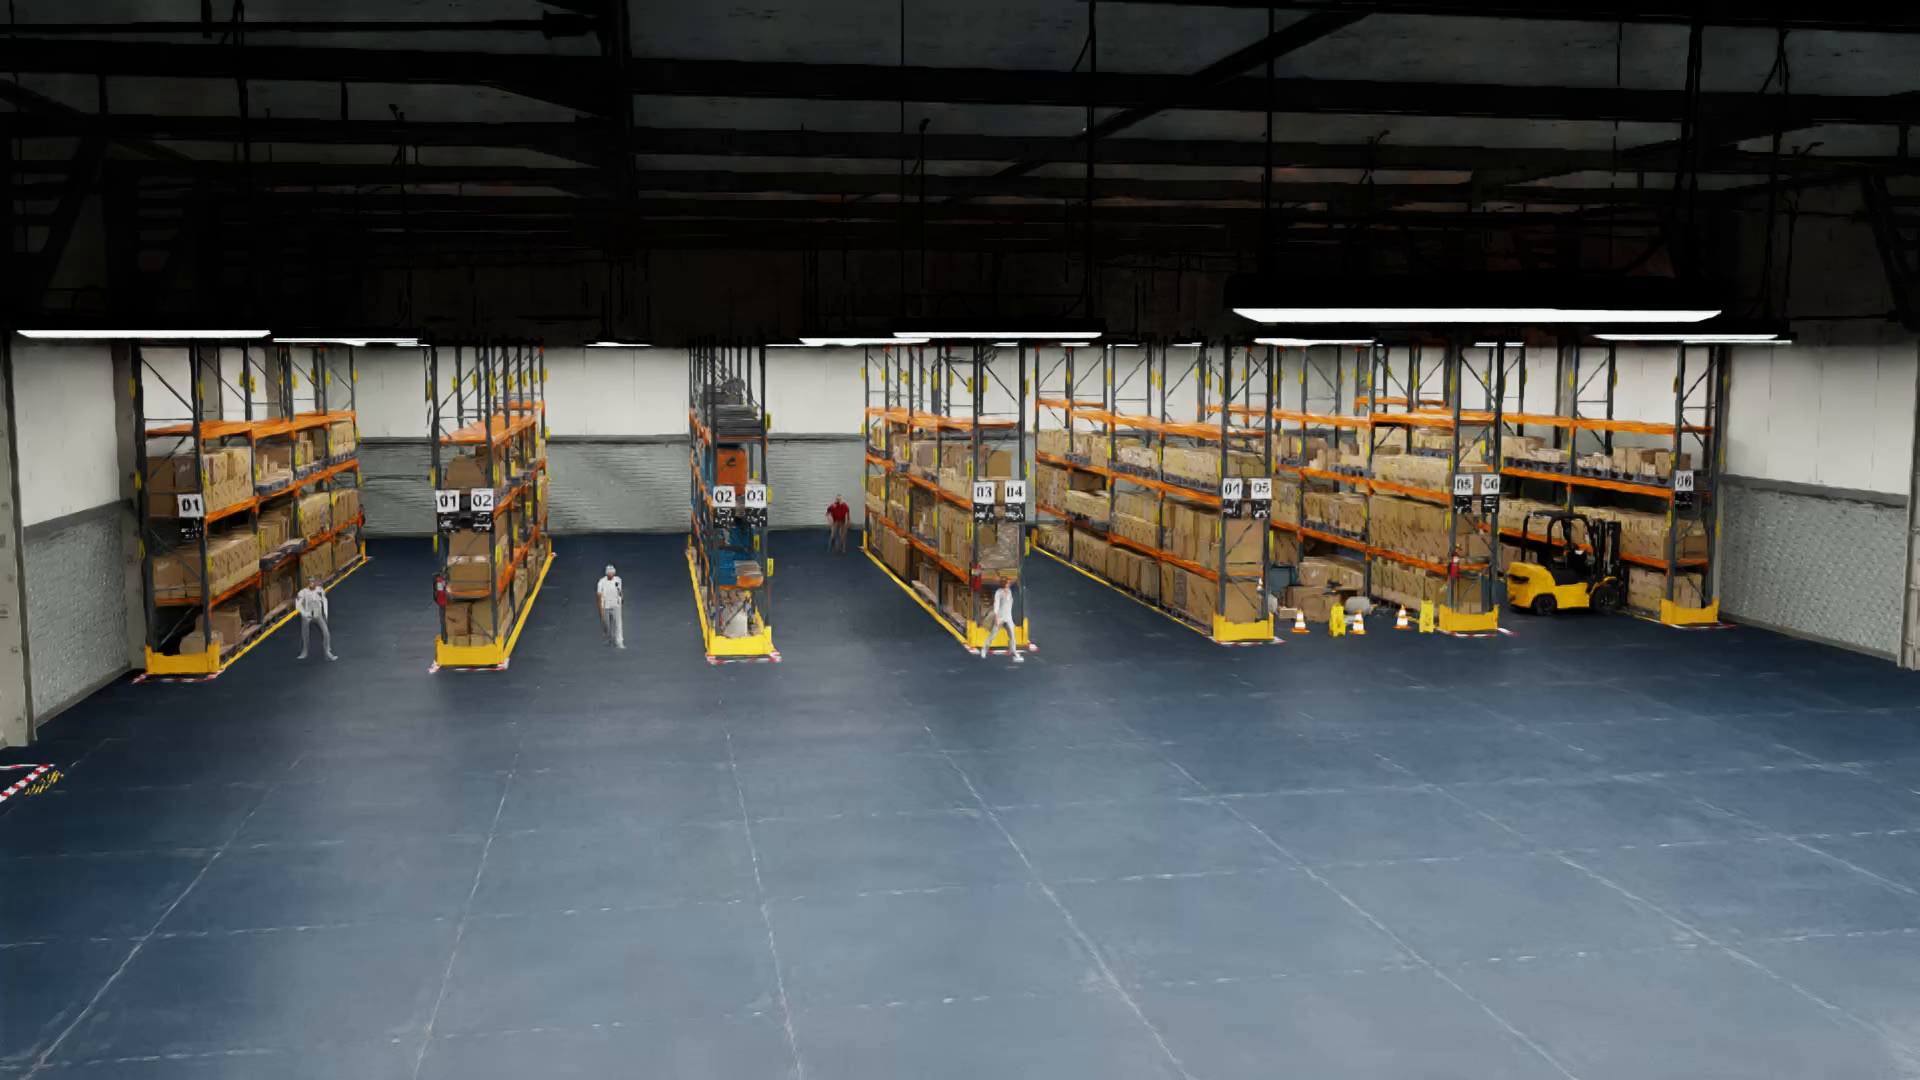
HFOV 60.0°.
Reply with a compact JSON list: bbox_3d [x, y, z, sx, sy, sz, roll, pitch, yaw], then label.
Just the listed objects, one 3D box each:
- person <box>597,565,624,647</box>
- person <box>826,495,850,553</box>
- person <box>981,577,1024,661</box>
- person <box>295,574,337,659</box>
[{"bbox_3d":[-6.739,1.252,32.080,0.497,1.580,1.091,-2,7,-13],"label":"person"},{"bbox_3d":[-3.415,-0.448,46.675,0.682,1.676,0.535,-1,7,-12],"label":"person"},{"bbox_3d":[0.746,1.442,30.579,0.481,1.560,0.863,-5,8,-39],"label":"person"},{"bbox_3d":[-11.930,1.407,30.685,0.644,1.615,0.783,-4,7,-29],"label":"person"}]
